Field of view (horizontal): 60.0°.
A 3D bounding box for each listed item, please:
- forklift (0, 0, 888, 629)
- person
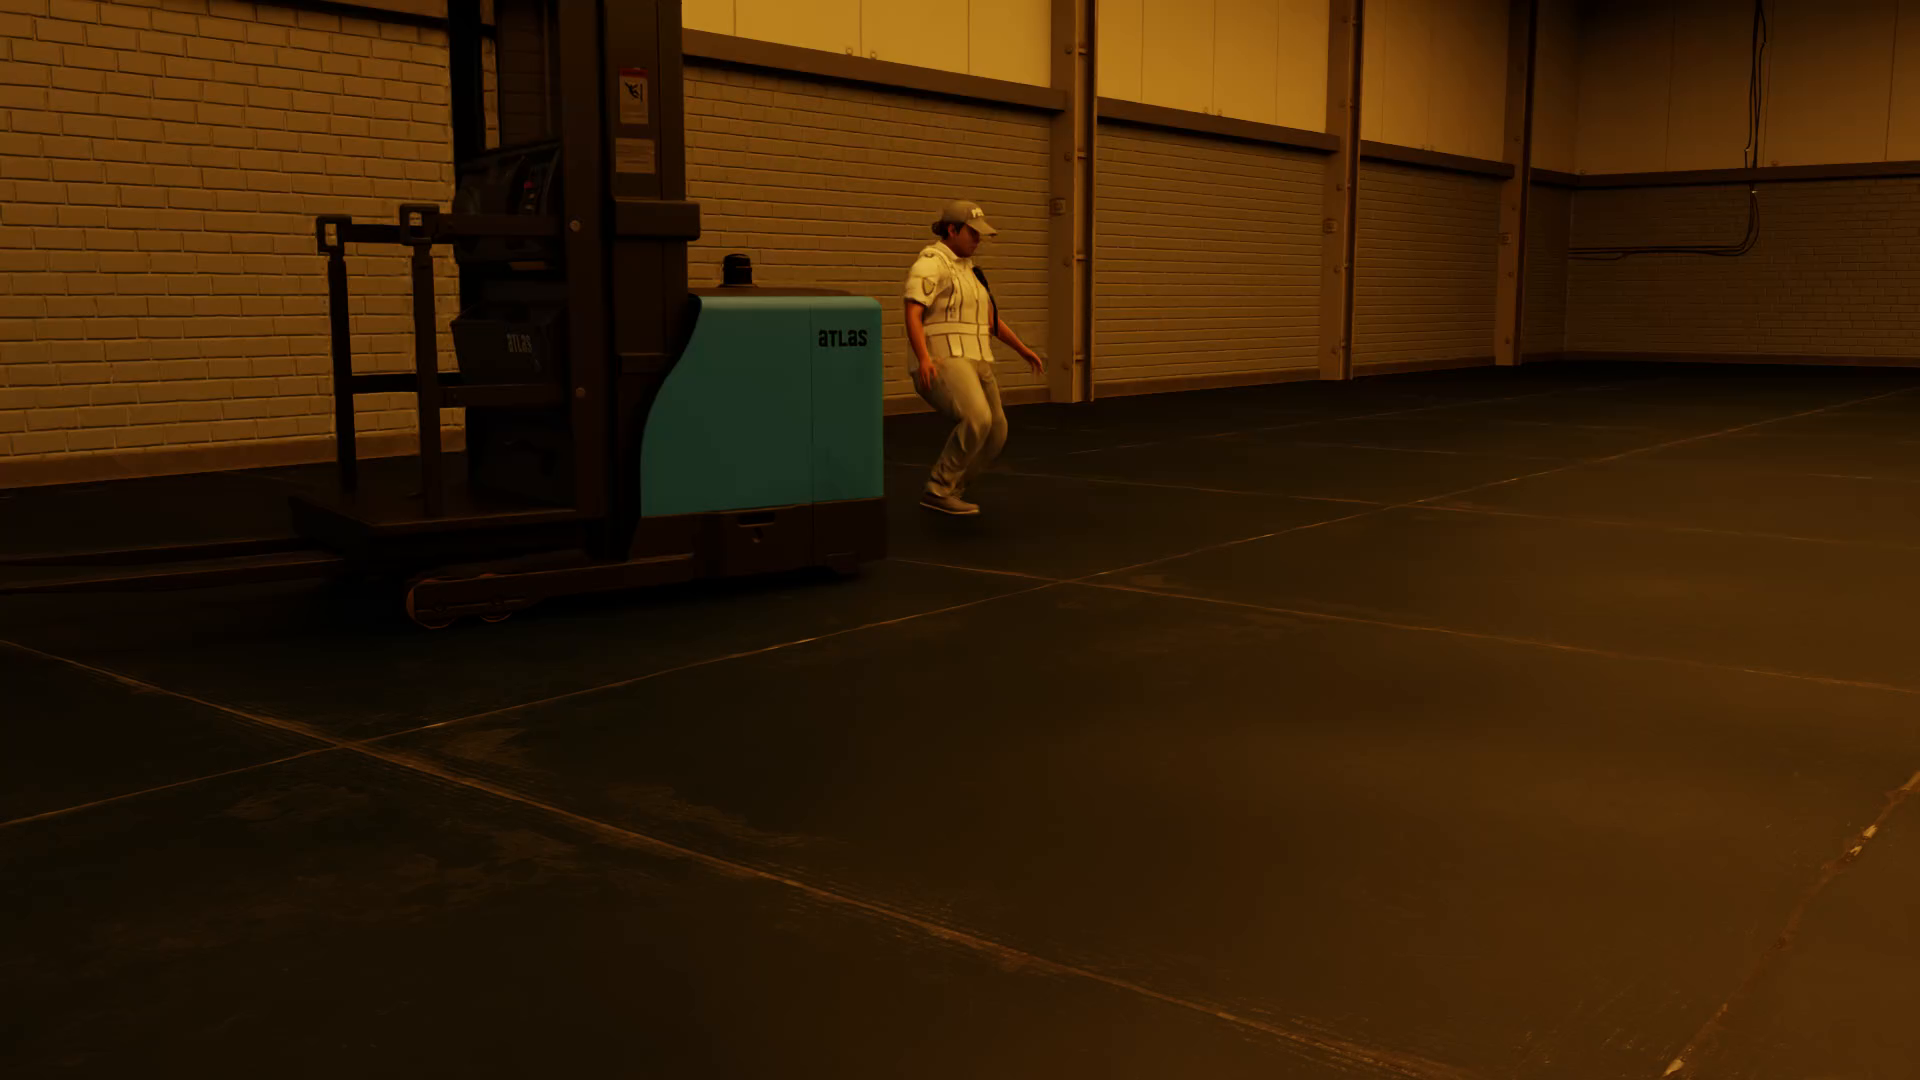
[{"bbox_3d":[-1.778,-1.245,5.793,3.031,2.935,1.130,-6,10,-35],"label":"forklift"},{"bbox_3d":[0.009,-0.844,8.000,0.657,1.553,0.889,5,10,30],"label":"person"}]
